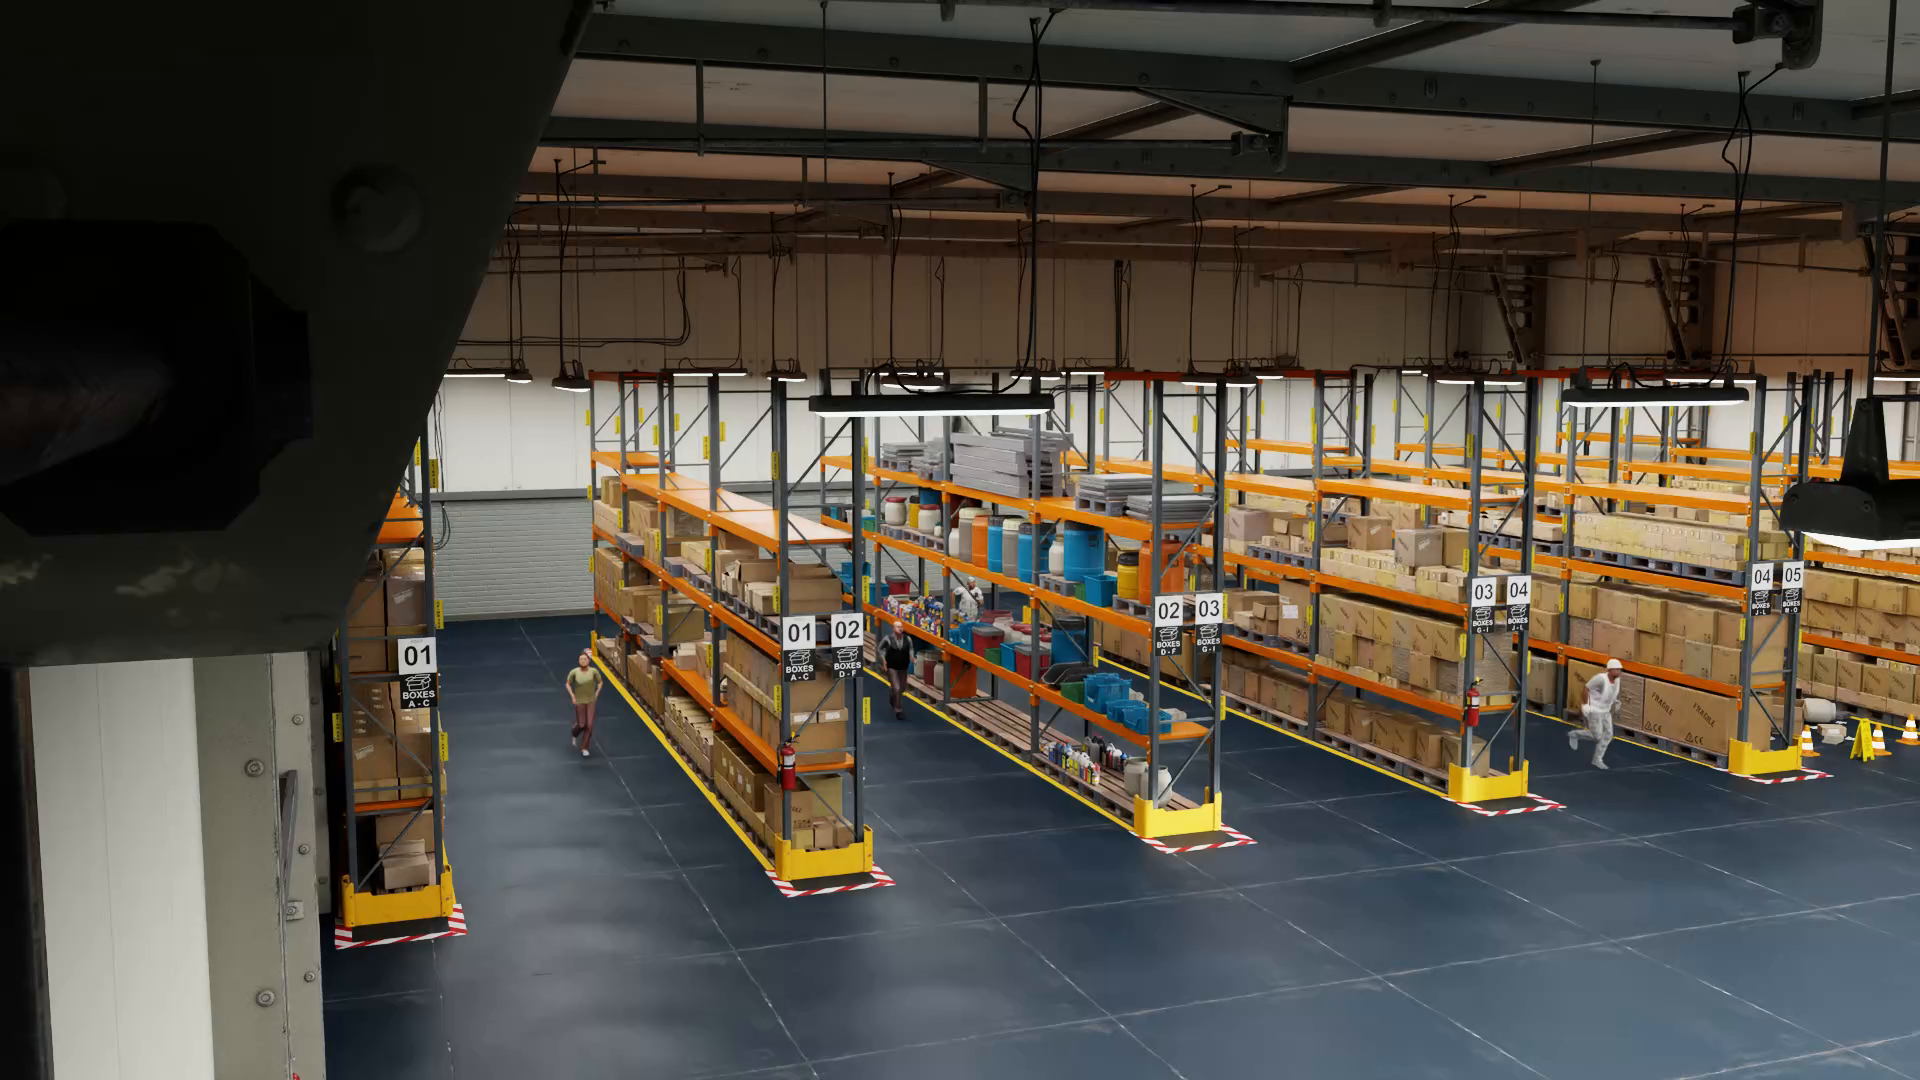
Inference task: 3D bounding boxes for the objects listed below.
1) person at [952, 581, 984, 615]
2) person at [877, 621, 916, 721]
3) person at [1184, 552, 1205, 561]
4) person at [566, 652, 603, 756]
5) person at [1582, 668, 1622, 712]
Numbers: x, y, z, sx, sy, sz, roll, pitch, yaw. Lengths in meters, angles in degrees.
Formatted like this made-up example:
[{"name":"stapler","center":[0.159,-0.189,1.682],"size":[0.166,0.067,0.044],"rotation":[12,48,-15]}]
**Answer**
[{"name":"person","center":[0.211,1.183,35.076],"size":[0.627,0.784,0.606],"rotation":[-2,7,-21]},{"name":"person","center":[-1.129,2.248,29.134],"size":[0.646,1.709,0.882],"rotation":[-3,7,-22]},{"name":"person","center":[5.675,0.630,40.697],"size":[0.696,1.135,0.592],"rotation":[4,7,30]},{"name":"person","center":[-5.952,2.583,26.429],"size":[0.574,1.639,0.583],"rotation":[-2,7,-21]},{"name":"person","center":[9.905,2.330,25.529],"size":[0.681,0.796,0.544],"rotation":[-5,8,-38]}]
